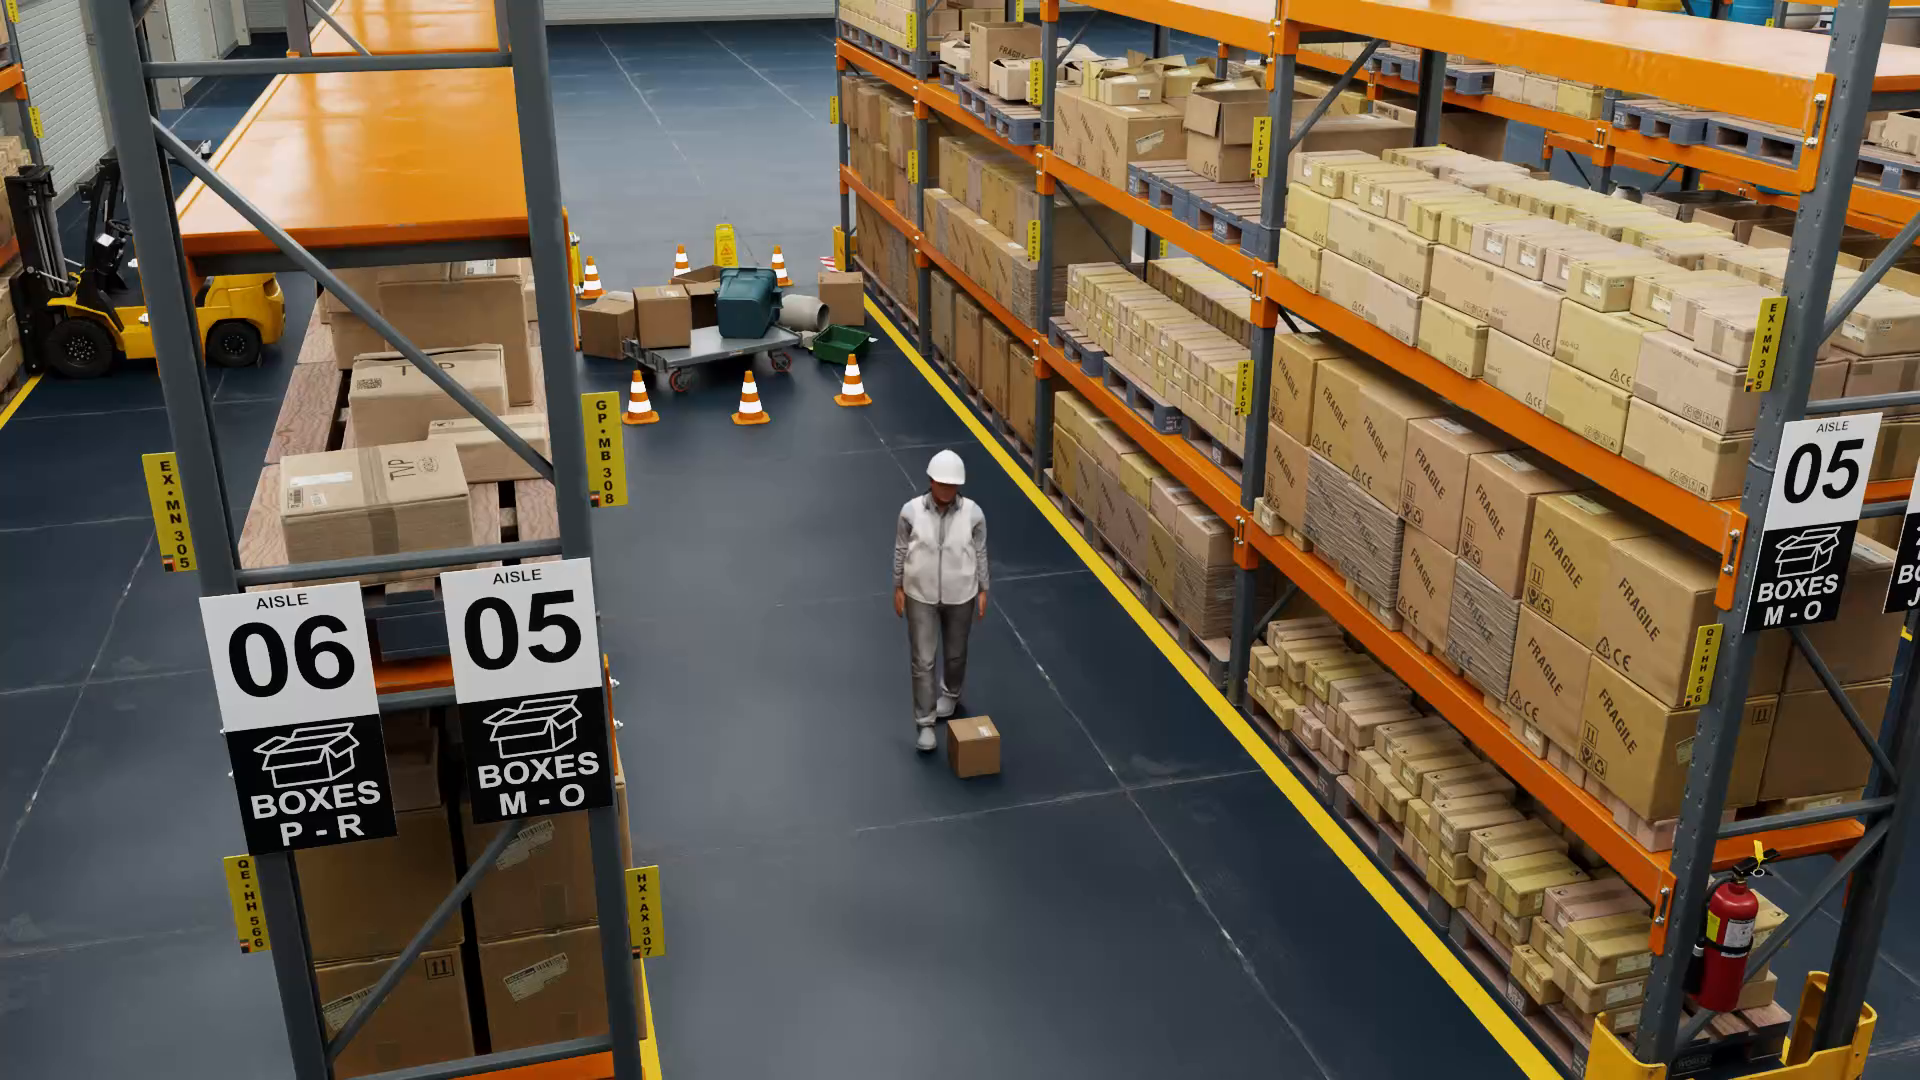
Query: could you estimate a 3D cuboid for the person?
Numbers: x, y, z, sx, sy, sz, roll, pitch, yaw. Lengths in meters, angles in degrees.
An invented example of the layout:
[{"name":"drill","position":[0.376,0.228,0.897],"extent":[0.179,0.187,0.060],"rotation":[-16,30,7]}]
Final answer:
[{"name":"person","position":[-0.110,0.339,9.834],"extent":[0.572,1.757,0.743],"rotation":[-1,23,-2]}]
